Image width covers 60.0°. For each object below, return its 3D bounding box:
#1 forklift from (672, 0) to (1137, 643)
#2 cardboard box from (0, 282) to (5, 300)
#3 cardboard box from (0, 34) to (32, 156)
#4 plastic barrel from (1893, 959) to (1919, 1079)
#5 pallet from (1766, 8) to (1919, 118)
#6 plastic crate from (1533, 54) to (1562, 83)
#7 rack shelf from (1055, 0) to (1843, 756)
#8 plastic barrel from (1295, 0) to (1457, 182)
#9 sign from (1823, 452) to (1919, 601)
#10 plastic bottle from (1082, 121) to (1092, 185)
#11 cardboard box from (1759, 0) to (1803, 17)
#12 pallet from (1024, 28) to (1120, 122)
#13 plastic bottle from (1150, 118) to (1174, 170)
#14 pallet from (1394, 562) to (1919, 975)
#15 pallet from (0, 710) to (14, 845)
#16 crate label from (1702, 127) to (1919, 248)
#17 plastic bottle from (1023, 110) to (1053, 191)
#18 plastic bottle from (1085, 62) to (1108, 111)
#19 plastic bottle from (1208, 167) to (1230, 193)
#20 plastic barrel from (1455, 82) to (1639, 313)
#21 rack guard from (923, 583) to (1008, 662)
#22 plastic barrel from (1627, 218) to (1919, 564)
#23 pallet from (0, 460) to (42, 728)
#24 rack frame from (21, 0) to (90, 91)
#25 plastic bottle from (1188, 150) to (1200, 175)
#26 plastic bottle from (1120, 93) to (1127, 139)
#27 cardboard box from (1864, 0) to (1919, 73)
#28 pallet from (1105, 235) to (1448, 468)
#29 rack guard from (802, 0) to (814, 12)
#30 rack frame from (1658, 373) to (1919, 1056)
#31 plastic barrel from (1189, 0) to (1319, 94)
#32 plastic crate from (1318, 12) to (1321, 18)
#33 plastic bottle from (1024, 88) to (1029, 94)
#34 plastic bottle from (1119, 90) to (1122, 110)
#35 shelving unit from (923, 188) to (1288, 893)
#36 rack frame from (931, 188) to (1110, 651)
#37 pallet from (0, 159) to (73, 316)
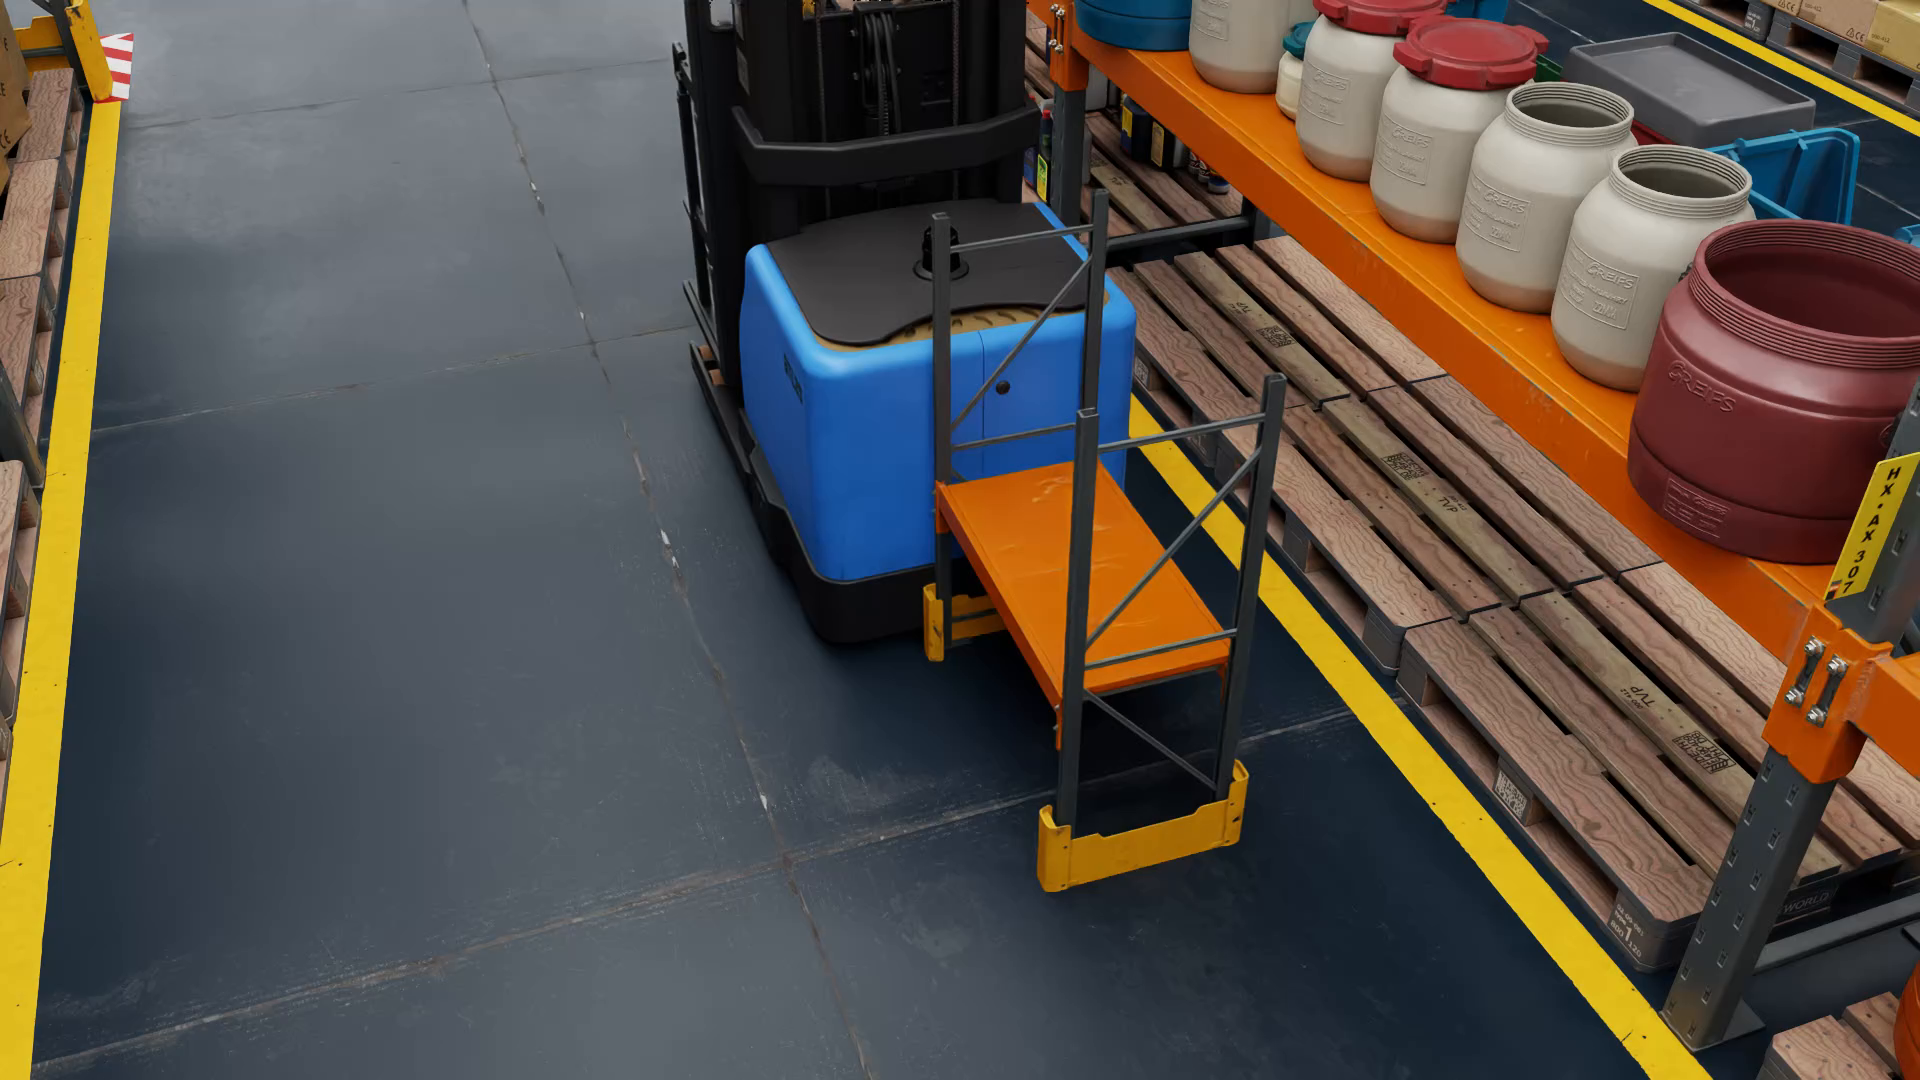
[{"bbox_3d":[-0.419,-1.736,5.619,1.130,2.935,3.031,-12,39,-15],"label":"forklift"},{"bbox_3d":[-4.092,-1.034,6.358,0.500,0.500,0.500,-1,37,-1],"label":"cardboard box"},{"bbox_3d":[-4.727,-2.050,7.707,0.500,0.500,0.500,-3,37,-4],"label":"cardboard box"},{"bbox_3d":[2.424,0.898,3.520,0.600,0.830,0.708,-12,39,-16],"label":"plastic barrel"},{"bbox_3d":[5.281,-2.701,9.161,1.003,0.211,1.213,-12,39,-16],"label":"pallet"},{"bbox_3d":[1.727,-1.324,5.190,0.450,0.188,0.662,-12,39,-16],"label":"plastic crate"},{"bbox_3d":[1.551,-0.917,5.072,1.077,0.370,4.000,-12,39,-16],"label":"rack shelf"},{"bbox_3d":[1.239,-1.388,4.986,0.433,0.535,0.433,0,37,0],"label":"plastic barrel"},{"bbox_3d":[1.725,-0.021,3.150,0.100,0.325,0.005,-12,39,-16],"label":"sign"},{"bbox_3d":[0.506,-1.785,7.463,0.144,0.351,0.185,-12,39,-16],"label":"plastic bottle"},{"bbox_3d":[4.802,-3.207,9.451,0.500,0.250,0.500,-12,39,-16],"label":"cardboard box"},{"bbox_3d":[0.247,-2.298,8.626,1.003,0.211,1.213,-12,39,-16],"label":"pallet"},{"bbox_3d":[0.928,-1.850,7.605,0.061,0.283,0.133,-12,39,-16],"label":"plastic bottle"},{"bbox_3d":[2.009,0.594,4.786,1.003,0.211,1.213,-12,39,-16],"label":"pallet"},{"bbox_3d":[-3.095,0.935,4.333,1.003,0.211,1.213,-12,39,-16],"label":"pallet"},{"bbox_3d":[2.152,-0.705,4.164,0.502,0.435,0.616,-12,39,-16],"label":"crate label"},{"bbox_3d":[0.371,-1.755,7.423,0.144,0.351,0.185,-13,39,-17],"label":"plastic bottle"},{"bbox_3d":[0.633,-2.265,8.162,0.152,0.276,0.135,-12,39,-16],"label":"plastic bottle"},{"bbox_3d":[1.165,-1.690,7.403,0.097,0.271,0.097,0,37,0],"label":"plastic bottle"},{"bbox_3d":[1.540,-0.894,4.350,0.421,0.512,0.421,0,37,0],"label":"plastic barrel"},{"bbox_3d":[0.172,0.208,5.266,0.587,0.250,0.087,-12,39,-15],"label":"rack guard"},{"bbox_3d":[1.795,-0.328,3.579,0.600,0.536,0.708,-12,39,-16],"label":"plastic barrel"},{"bbox_3d":[-3.518,0.245,5.249,1.003,0.211,1.213,-12,39,-16],"label":"pallet"},{"bbox_3d":[-5.164,-3.568,7.994,1.000,3.000,0.127,-12,39,-16],"label":"rack frame"},{"bbox_3d":[1.095,-1.777,7.577,0.097,0.201,0.097,0,37,0],"label":"plastic bottle"},{"bbox_3d":[0.812,-2.018,7.839,0.097,0.271,0.097,0,37,0],"label":"plastic bottle"},{"bbox_3d":[5.150,-2.643,8.702,0.500,0.250,0.500,-12,39,-16],"label":"cardboard box"},{"bbox_3d":[1.170,-0.784,6.616,1.003,0.211,1.213,-12,39,-16],"label":"pallet"},{"bbox_3d":[-0.443,-3.562,10.063,1.175,0.500,0.348,-12,39,-16],"label":"rack guard"},{"bbox_3d":[2.239,-0.074,3.355,1.000,3.000,0.127,-12,39,-16],"label":"rack frame"},{"bbox_3d":[0.986,-1.802,5.536,0.433,0.535,0.433,0,37,0],"label":"plastic barrel"},{"bbox_3d":[1.317,-2.149,6.057,0.402,0.464,0.583,-12,39,-16],"label":"plastic crate"},{"bbox_3d":[0.281,-2.055,7.877,0.061,0.283,0.133,-12,39,-16],"label":"plastic bottle"},{"bbox_3d":[0.834,-2.205,8.144,0.097,0.201,0.097,0,37,0],"label":"plastic bottle"},{"bbox_3d":[0.333,-0.008,4.514,0.587,1.500,1.083,-12,39,-15],"label":"shelving unit"},{"bbox_3d":[0.165,-0.302,4.904,0.500,1.500,0.032,-12,39,-15],"label":"rack frame"},{"bbox_3d":[-4.475,-1.257,7.243,1.003,0.211,1.213,-12,39,-16],"label":"pallet"}]
